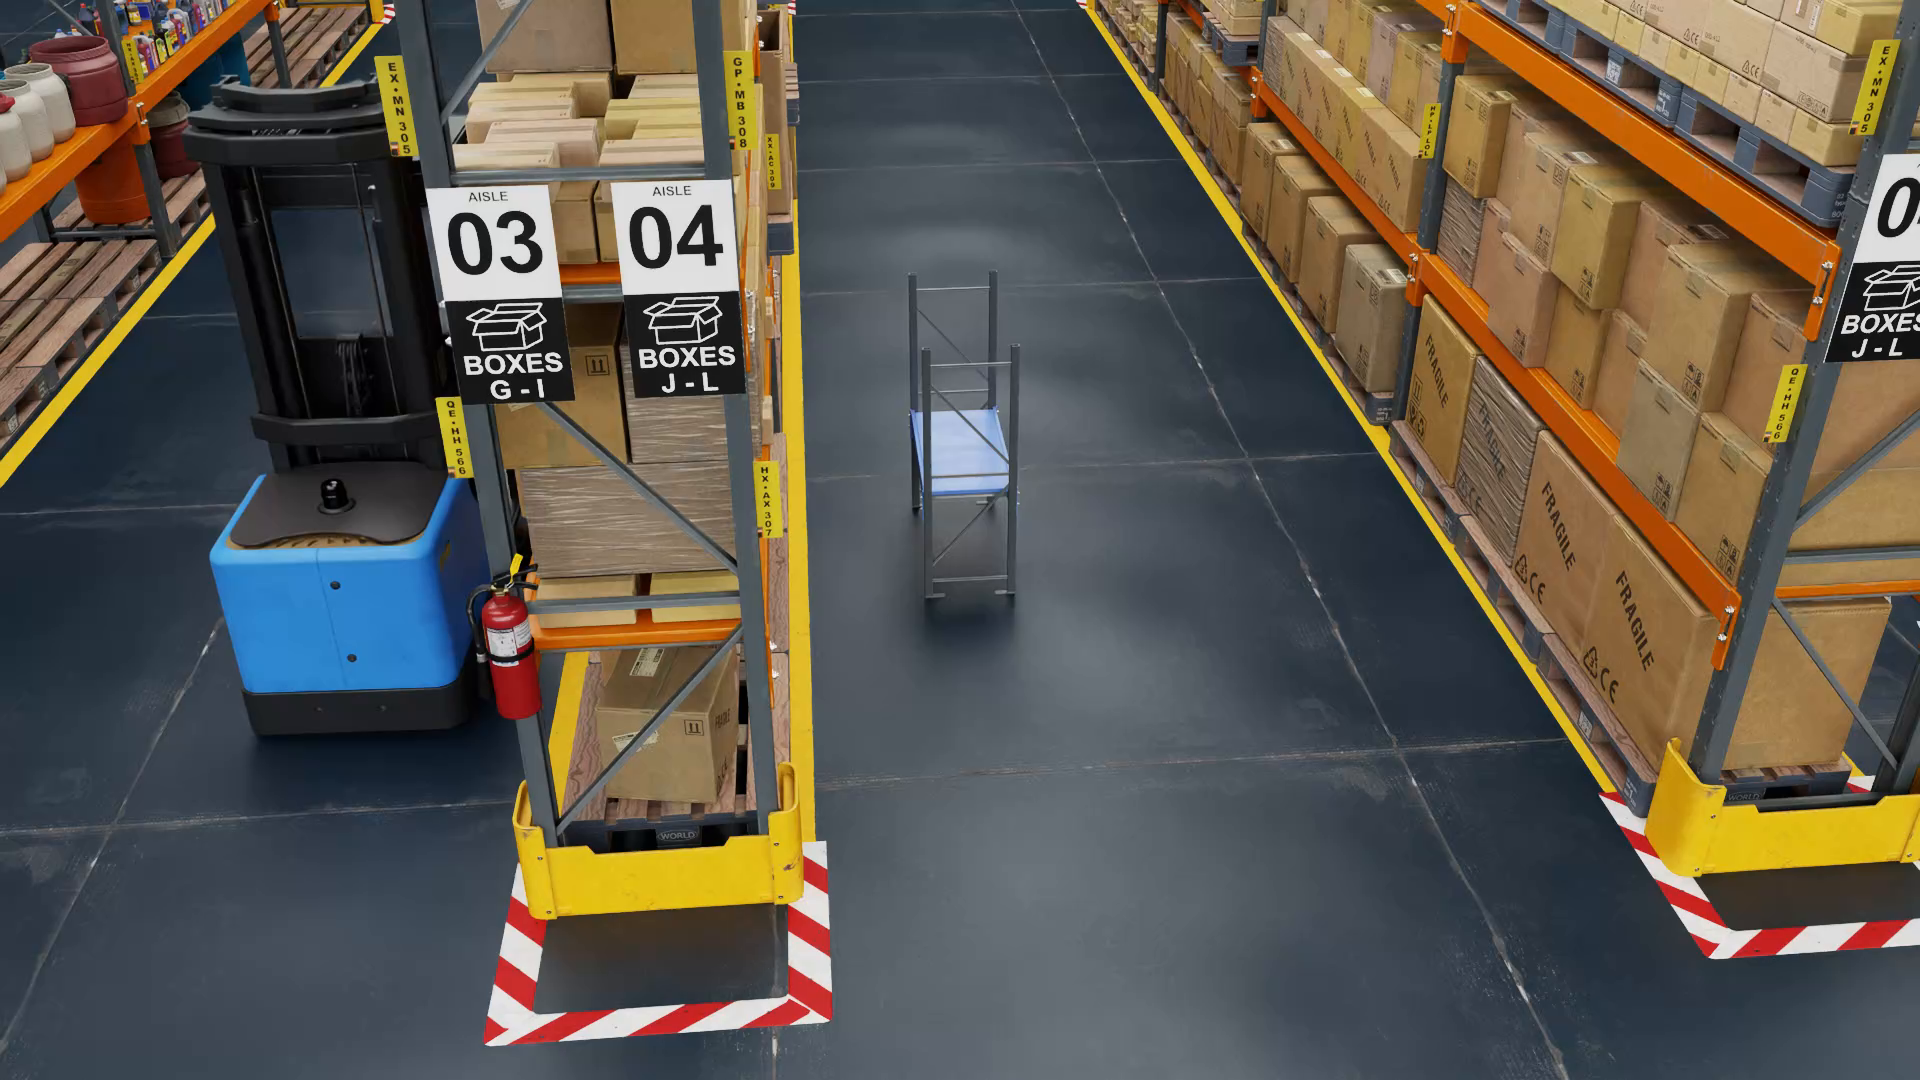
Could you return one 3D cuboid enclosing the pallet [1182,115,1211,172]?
[{"bbox_3d":[2.755,-3.846,15.982,1.003,0.211,1.213,-3,31,-5],"label":"pallet"}]

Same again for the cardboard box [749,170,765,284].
[{"bbox_3d":[-1.183,-1.411,7.825,0.500,0.500,0.500,-3,31,-5],"label":"cardboard box"}]

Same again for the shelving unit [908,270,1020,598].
[{"bbox_3d":[0.008,-0.600,9.292,0.538,1.500,1.048,-3,31,-5],"label":"shelving unit"}]

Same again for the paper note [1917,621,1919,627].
[{"bbox_3d":[5.233,0.477,8.923,0.144,0.017,0.142,8,32,13],"label":"paper note"}]

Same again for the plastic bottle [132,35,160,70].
[{"bbox_3d":[-6.703,-4.018,13.673,0.152,0.276,0.135,-3,31,-5],"label":"plastic bottle"}]

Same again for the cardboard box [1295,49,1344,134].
[{"bbox_3d":[2.808,-3.306,12.262,0.500,0.500,0.500,-3,31,-5],"label":"cardboard box"}]

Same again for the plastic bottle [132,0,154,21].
[{"bbox_3d":[-7.413,-4.868,15.096,0.152,0.276,0.135,-3,31,-5],"label":"plastic bottle"}]

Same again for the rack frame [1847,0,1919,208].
[{"bbox_3d":[3.685,-2.513,5.182,1.000,3.000,0.127,-3,31,-5],"label":"rack frame"}]

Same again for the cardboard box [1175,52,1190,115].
[{"bbox_3d":[2.420,-4.512,16.406,0.500,0.500,0.500,-1,31,-2],"label":"cardboard box"}]

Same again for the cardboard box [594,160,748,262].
[{"bbox_3d":[-1.050,-1.234,6.111,0.500,0.250,0.500,-2,31,-3],"label":"cardboard box"}]

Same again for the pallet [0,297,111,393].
[{"bbox_3d":[-6.797,-1.383,11.859,1.003,0.211,1.213,-3,31,-5],"label":"pallet"}]

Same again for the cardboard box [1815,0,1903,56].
[{"bbox_3d":[3.316,-1.839,5.939,0.380,0.149,0.250,-2,31,-4],"label":"cardboard box"}]

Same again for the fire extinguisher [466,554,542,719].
[{"bbox_3d":[-1.711,0.362,6.294,0.296,0.674,0.183,-3,31,-5],"label":"fire extinguisher"}]

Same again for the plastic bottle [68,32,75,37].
[{"bbox_3d":[-7.472,-4.176,14.009,0.097,0.201,0.097,0,31,0],"label":"plastic bottle"}]

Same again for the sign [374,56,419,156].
[{"bbox_3d":[-1.817,-1.403,5.386,0.100,0.325,0.005,-3,31,-5],"label":"sign"}]

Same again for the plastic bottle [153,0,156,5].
[{"bbox_3d":[-7.617,-5.146,15.562,0.152,0.276,0.135,-3,31,-5],"label":"plastic bottle"}]

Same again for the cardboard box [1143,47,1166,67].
[{"bbox_3d":[2.188,-5.205,17.909,0.380,0.149,0.250,-2,31,-4],"label":"cardboard box"}]

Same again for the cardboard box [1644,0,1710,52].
[{"bbox_3d":[3.269,-2.260,7.033,0.500,0.250,0.500,-3,31,-5],"label":"cardboard box"}]

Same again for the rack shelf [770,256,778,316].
[{"bbox_3d":[-1.823,-2.506,11.722,1.077,0.370,4.000,-3,31,-5],"label":"rack shelf"}]

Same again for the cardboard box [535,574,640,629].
[{"bbox_3d":[-1.495,0.220,6.701,0.380,0.149,0.250,-3,31,-5],"label":"cardboard box"}]

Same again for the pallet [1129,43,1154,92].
[{"bbox_3d":[2.466,-5.209,18.264,1.003,0.211,1.213,-3,31,-5],"label":"pallet"}]

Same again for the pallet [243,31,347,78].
[{"bbox_3d":[-7.539,-5.442,18.655,1.003,0.211,1.213,-3,31,-5],"label":"pallet"}]

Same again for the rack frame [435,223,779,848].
[{"bbox_3d":[-1.262,0.248,6.409,1.000,3.000,0.127,-3,31,-5],"label":"rack frame"}]

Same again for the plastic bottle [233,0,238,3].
[{"bbox_3d":[-6.922,-5.216,15.678,0.152,0.276,0.135,-3,31,-5],"label":"plastic bottle"}]

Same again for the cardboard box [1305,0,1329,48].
[{"bbox_3d":[3.018,-4.007,12.460,0.700,0.500,0.500,-3,31,-5],"label":"cardboard box"}]

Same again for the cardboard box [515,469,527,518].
[{"bbox_3d":[-1.453,-0.454,7.198,0.875,0.500,0.500,-3,31,-5],"label":"cardboard box"}]

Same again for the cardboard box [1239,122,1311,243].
[{"bbox_3d":[2.905,-2.922,13.500,1.050,0.750,0.750,-3,31,-5],"label":"cardboard box"}]

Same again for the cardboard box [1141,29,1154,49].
[{"bbox_3d":[2.180,-5.432,17.999,0.380,0.149,0.250,-4,31,-7],"label":"cardboard box"}]

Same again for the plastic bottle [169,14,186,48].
[{"bbox_3d":[-6.722,-4.377,14.267,0.061,0.283,0.133,-3,31,-5],"label":"plastic bottle"}]

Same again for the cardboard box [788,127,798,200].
[{"bbox_3d":[-2.054,-3.458,14.276,1.225,0.875,0.875,-4,31,-7],"label":"cardboard box"}]

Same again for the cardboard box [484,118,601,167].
[{"bbox_3d":[-1.507,-1.412,6.021,0.380,0.149,0.250,-4,31,-6],"label":"cardboard box"}]

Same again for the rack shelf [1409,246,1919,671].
[{"bbox_3d":[3.498,-0.650,8.615,1.077,0.370,4.000,-3,31,-5],"label":"rack shelf"}]

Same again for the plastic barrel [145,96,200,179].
[{"bbox_3d":[-7.109,-3.569,14.743,0.600,0.588,0.708,-3,31,-5],"label":"plastic barrel"}]

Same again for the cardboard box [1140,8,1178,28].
[{"bbox_3d":[2.178,-5.701,18.159,0.380,0.149,0.250,-3,31,-5],"label":"cardboard box"}]

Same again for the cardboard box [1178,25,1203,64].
[{"bbox_3d":[2.422,-4.832,16.211,0.500,0.250,0.500,-2,31,-3],"label":"cardboard box"}]

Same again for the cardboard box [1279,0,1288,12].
[{"bbox_3d":[3.020,-4.745,14.605,0.380,0.149,0.250,-1,31,-2],"label":"cardboard box"}]

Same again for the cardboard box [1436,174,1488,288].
[{"bbox_3d":[3.358,-1.857,9.787,0.875,0.550,0.550,-3,31,-5],"label":"cardboard box"}]

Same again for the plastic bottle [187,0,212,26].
[{"bbox_3d":[-6.841,-4.771,14.933,0.152,0.276,0.135,-3,31,-5],"label":"plastic bottle"}]

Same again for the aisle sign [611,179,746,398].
[{"bbox_3d":[-0.958,-0.851,5.714,0.394,0.787,0.004,-3,31,-5],"label":"aisle sign"}]

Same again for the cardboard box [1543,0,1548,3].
[{"bbox_3d":[3.078,-2.794,8.315,0.380,0.149,0.250,-3,31,-5],"label":"cardboard box"}]

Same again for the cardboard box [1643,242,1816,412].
[{"bbox_3d":[3.546,-0.934,7.188,0.875,0.550,0.550,-3,31,-5],"label":"cardboard box"}]

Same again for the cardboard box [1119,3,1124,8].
[{"bbox_3d":[2.090,-6.263,19.680,0.380,0.149,0.250,-3,31,-4],"label":"cardboard box"}]

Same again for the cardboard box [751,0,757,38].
[{"bbox_3d":[-1.334,-2.797,8.729,0.500,0.250,0.500,-2,31,-3],"label":"cardboard box"}]

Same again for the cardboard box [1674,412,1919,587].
[{"bbox_3d":[3.605,-0.190,6.996,0.875,0.550,0.550,-3,31,-5],"label":"cardboard box"}]

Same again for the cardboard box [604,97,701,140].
[{"bbox_3d":[-1.132,-1.558,6.266,0.380,0.149,0.250,-3,31,-5],"label":"cardboard box"}]

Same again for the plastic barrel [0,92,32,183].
[{"bbox_3d":[-6.547,-2.710,11.229,0.433,0.535,0.433,0,31,0],"label":"plastic barrel"}]

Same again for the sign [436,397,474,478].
[{"bbox_3d":[-1.817,-0.368,6.004,0.100,0.325,0.005,-3,31,-5],"label":"sign"}]

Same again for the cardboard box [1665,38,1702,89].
[{"bbox_3d":[3.222,-2.014,7.010,0.380,0.149,0.250,-3,31,-5],"label":"cardboard box"}]

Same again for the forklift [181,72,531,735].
[{"bbox_3d":[-3.010,-1.042,8.636,1.130,2.935,3.031,-2,31,-3],"label":"forklift"}]

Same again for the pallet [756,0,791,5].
[{"bbox_3d":[-1.588,-3.321,9.644,1.213,0.211,1.003,-3,31,-5],"label":"pallet"}]
